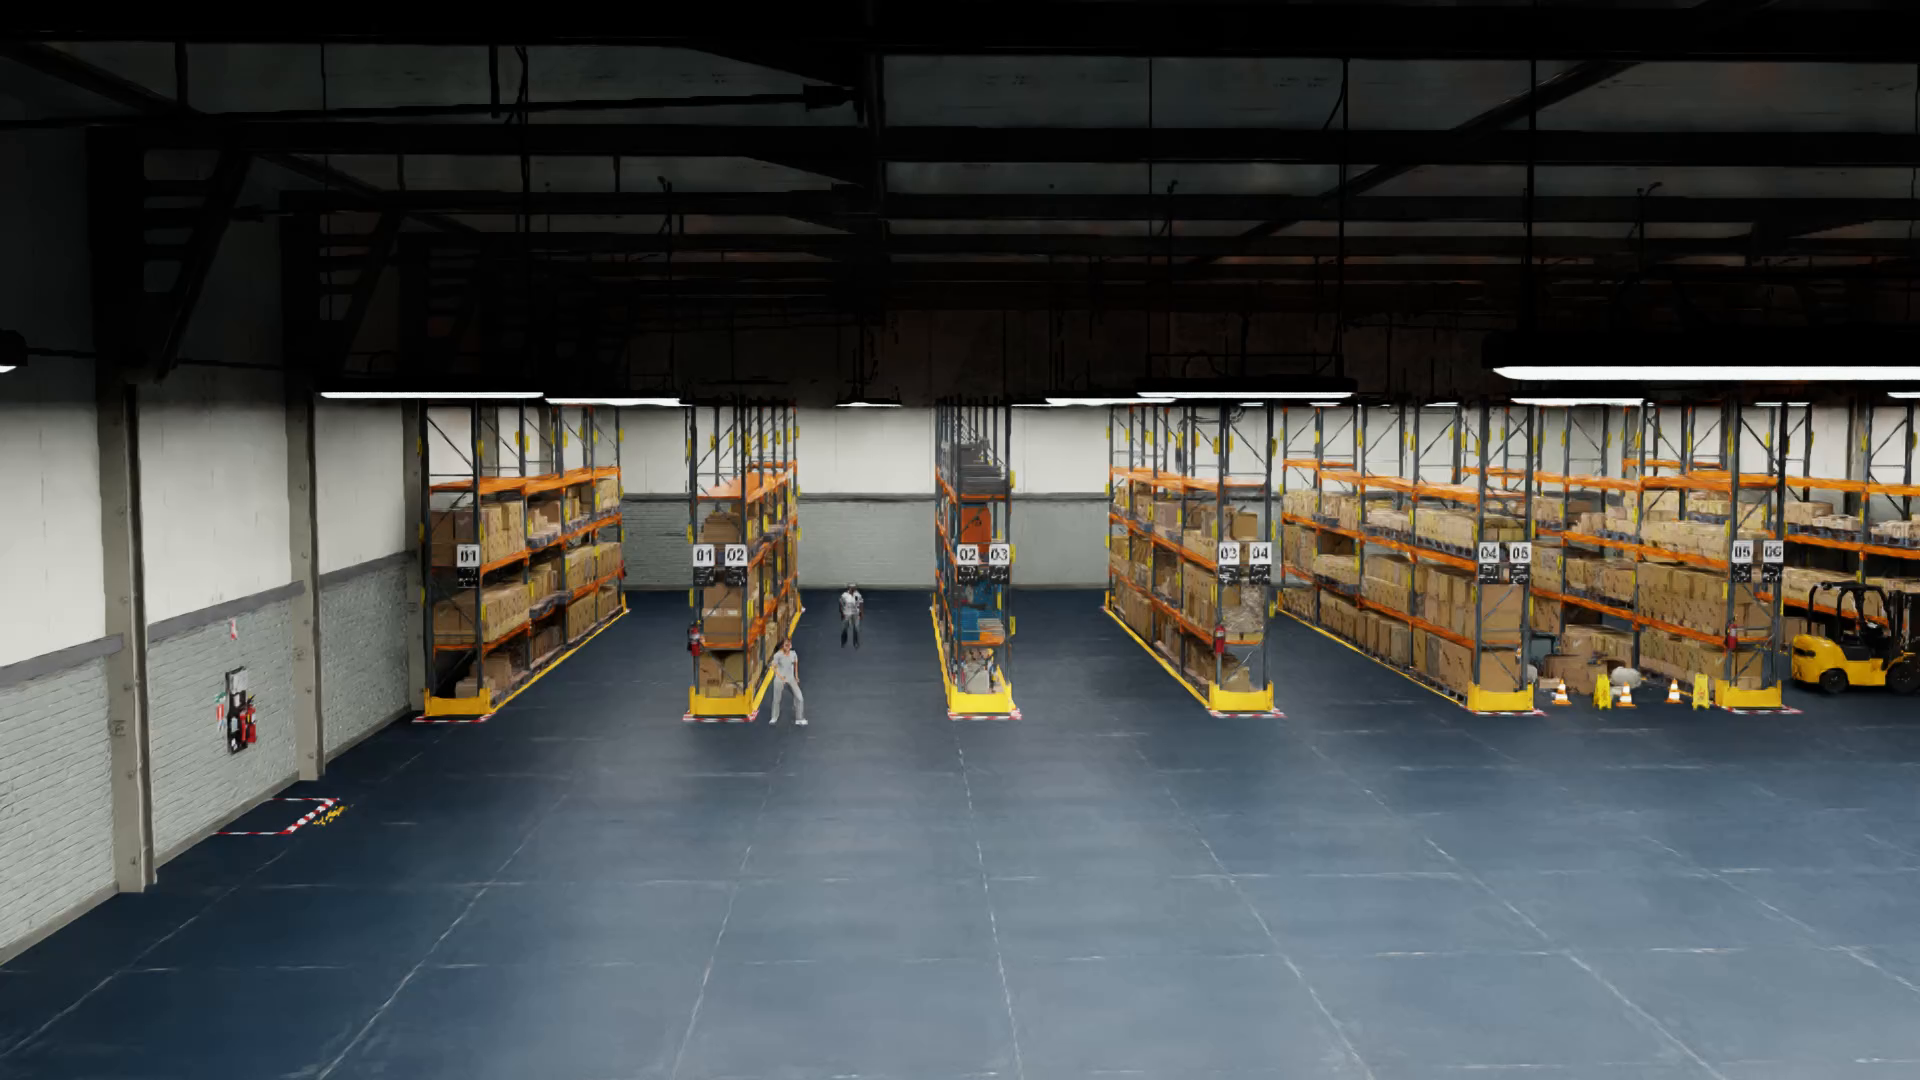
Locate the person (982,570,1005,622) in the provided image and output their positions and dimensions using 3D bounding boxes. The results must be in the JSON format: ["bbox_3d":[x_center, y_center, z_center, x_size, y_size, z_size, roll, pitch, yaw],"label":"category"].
[{"bbox_3d":[0.800,1.350,44.587,0.689,1.712,0.754,-2,5,-28],"label":"person"}]

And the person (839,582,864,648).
[{"bbox_3d":[-2.600,1.786,39.806,0.592,1.629,0.532,0,5,-5],"label":"person"}]

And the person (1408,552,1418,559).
[{"bbox_3d":[14.101,0.867,51.918,0.453,1.538,0.881,-2,5,-26],"label":"person"}]

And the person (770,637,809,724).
[{"bbox_3d":[-3.146,2.539,30.171,0.614,1.610,0.799,-2,5,-21],"label":"person"}]
